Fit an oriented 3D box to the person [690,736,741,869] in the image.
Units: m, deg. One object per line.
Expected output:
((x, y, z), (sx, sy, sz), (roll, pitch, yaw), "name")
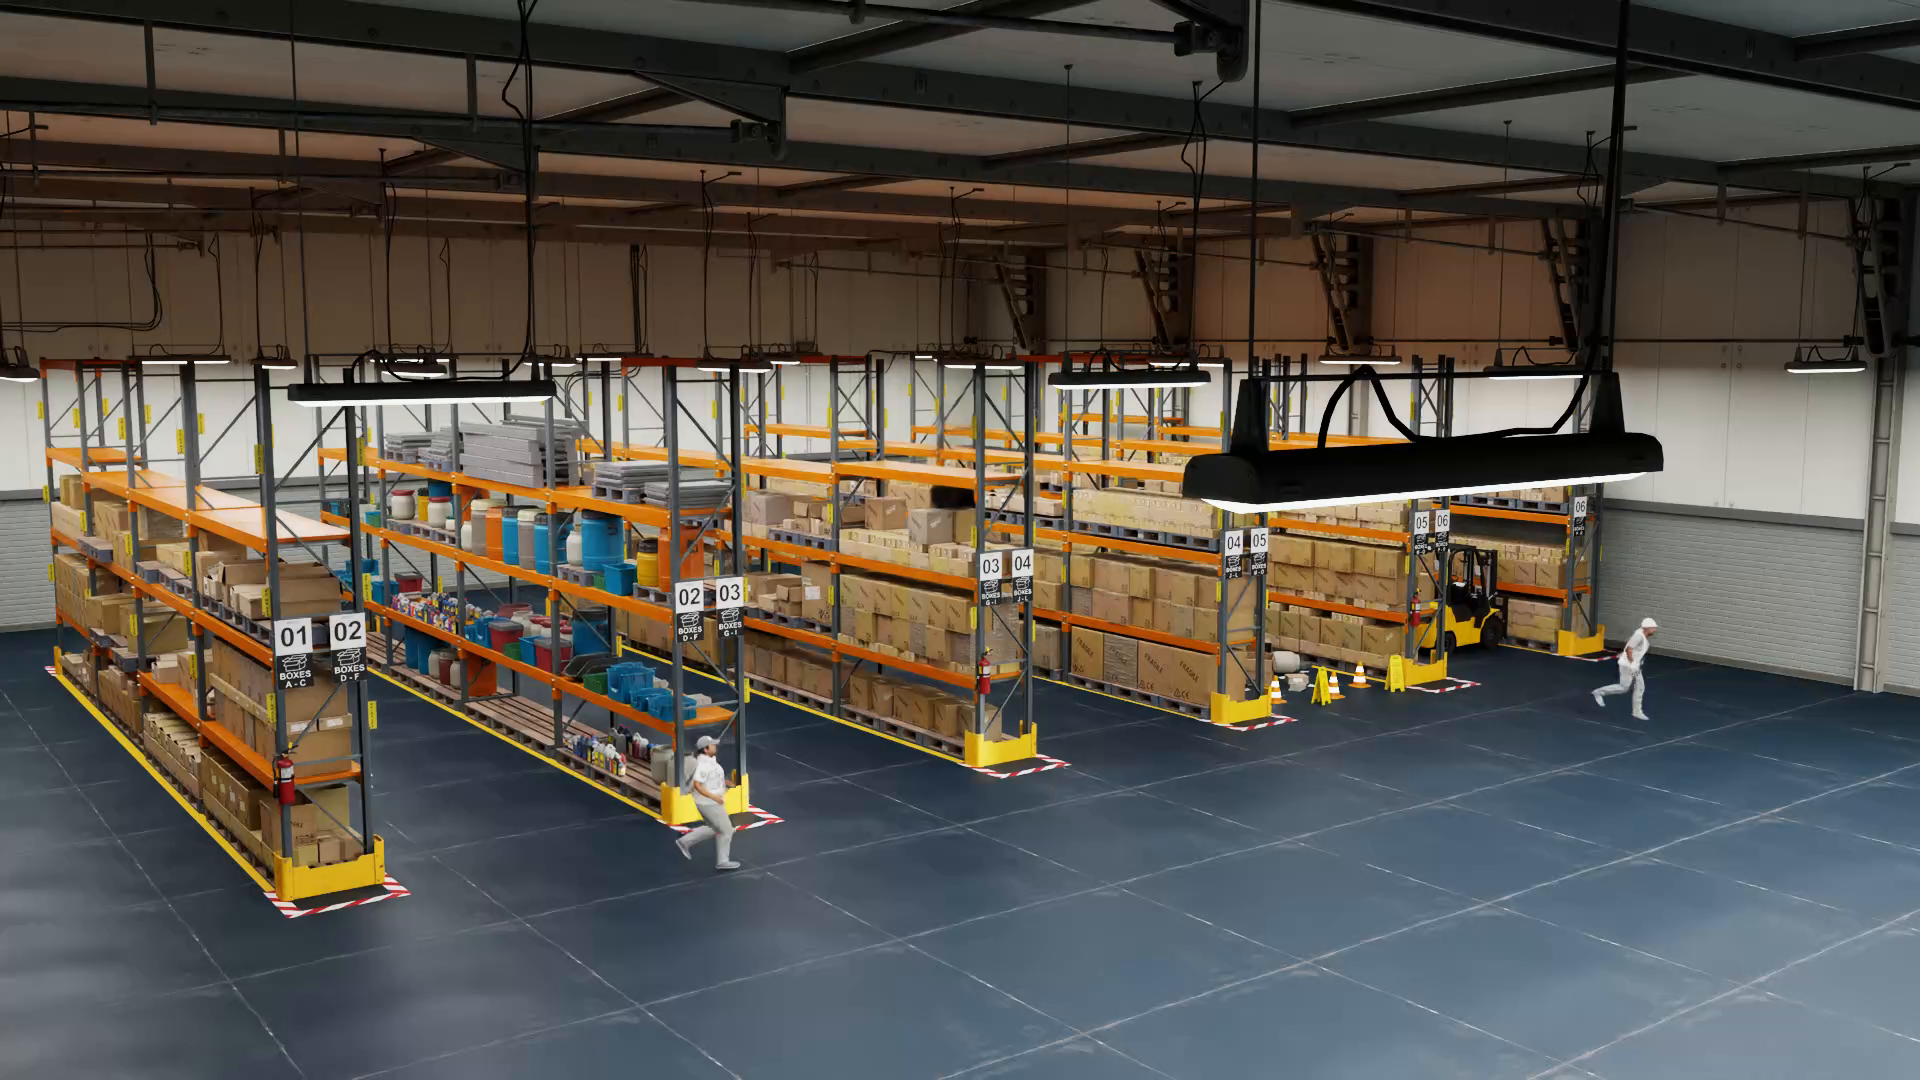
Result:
((-2.941, 3.146, 19.908), (0.599, 1.617, 0.608), (-1, 7, -11), "person")

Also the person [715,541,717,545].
((-5.705, 0.796, 39.322), (0.646, 1.670, 0.575), (-3, 8, -25), "person")

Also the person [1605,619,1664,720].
((11.343, 2.152, 27.962), (0.877, 1.711, 0.677), (3, 8, 25), "person")
